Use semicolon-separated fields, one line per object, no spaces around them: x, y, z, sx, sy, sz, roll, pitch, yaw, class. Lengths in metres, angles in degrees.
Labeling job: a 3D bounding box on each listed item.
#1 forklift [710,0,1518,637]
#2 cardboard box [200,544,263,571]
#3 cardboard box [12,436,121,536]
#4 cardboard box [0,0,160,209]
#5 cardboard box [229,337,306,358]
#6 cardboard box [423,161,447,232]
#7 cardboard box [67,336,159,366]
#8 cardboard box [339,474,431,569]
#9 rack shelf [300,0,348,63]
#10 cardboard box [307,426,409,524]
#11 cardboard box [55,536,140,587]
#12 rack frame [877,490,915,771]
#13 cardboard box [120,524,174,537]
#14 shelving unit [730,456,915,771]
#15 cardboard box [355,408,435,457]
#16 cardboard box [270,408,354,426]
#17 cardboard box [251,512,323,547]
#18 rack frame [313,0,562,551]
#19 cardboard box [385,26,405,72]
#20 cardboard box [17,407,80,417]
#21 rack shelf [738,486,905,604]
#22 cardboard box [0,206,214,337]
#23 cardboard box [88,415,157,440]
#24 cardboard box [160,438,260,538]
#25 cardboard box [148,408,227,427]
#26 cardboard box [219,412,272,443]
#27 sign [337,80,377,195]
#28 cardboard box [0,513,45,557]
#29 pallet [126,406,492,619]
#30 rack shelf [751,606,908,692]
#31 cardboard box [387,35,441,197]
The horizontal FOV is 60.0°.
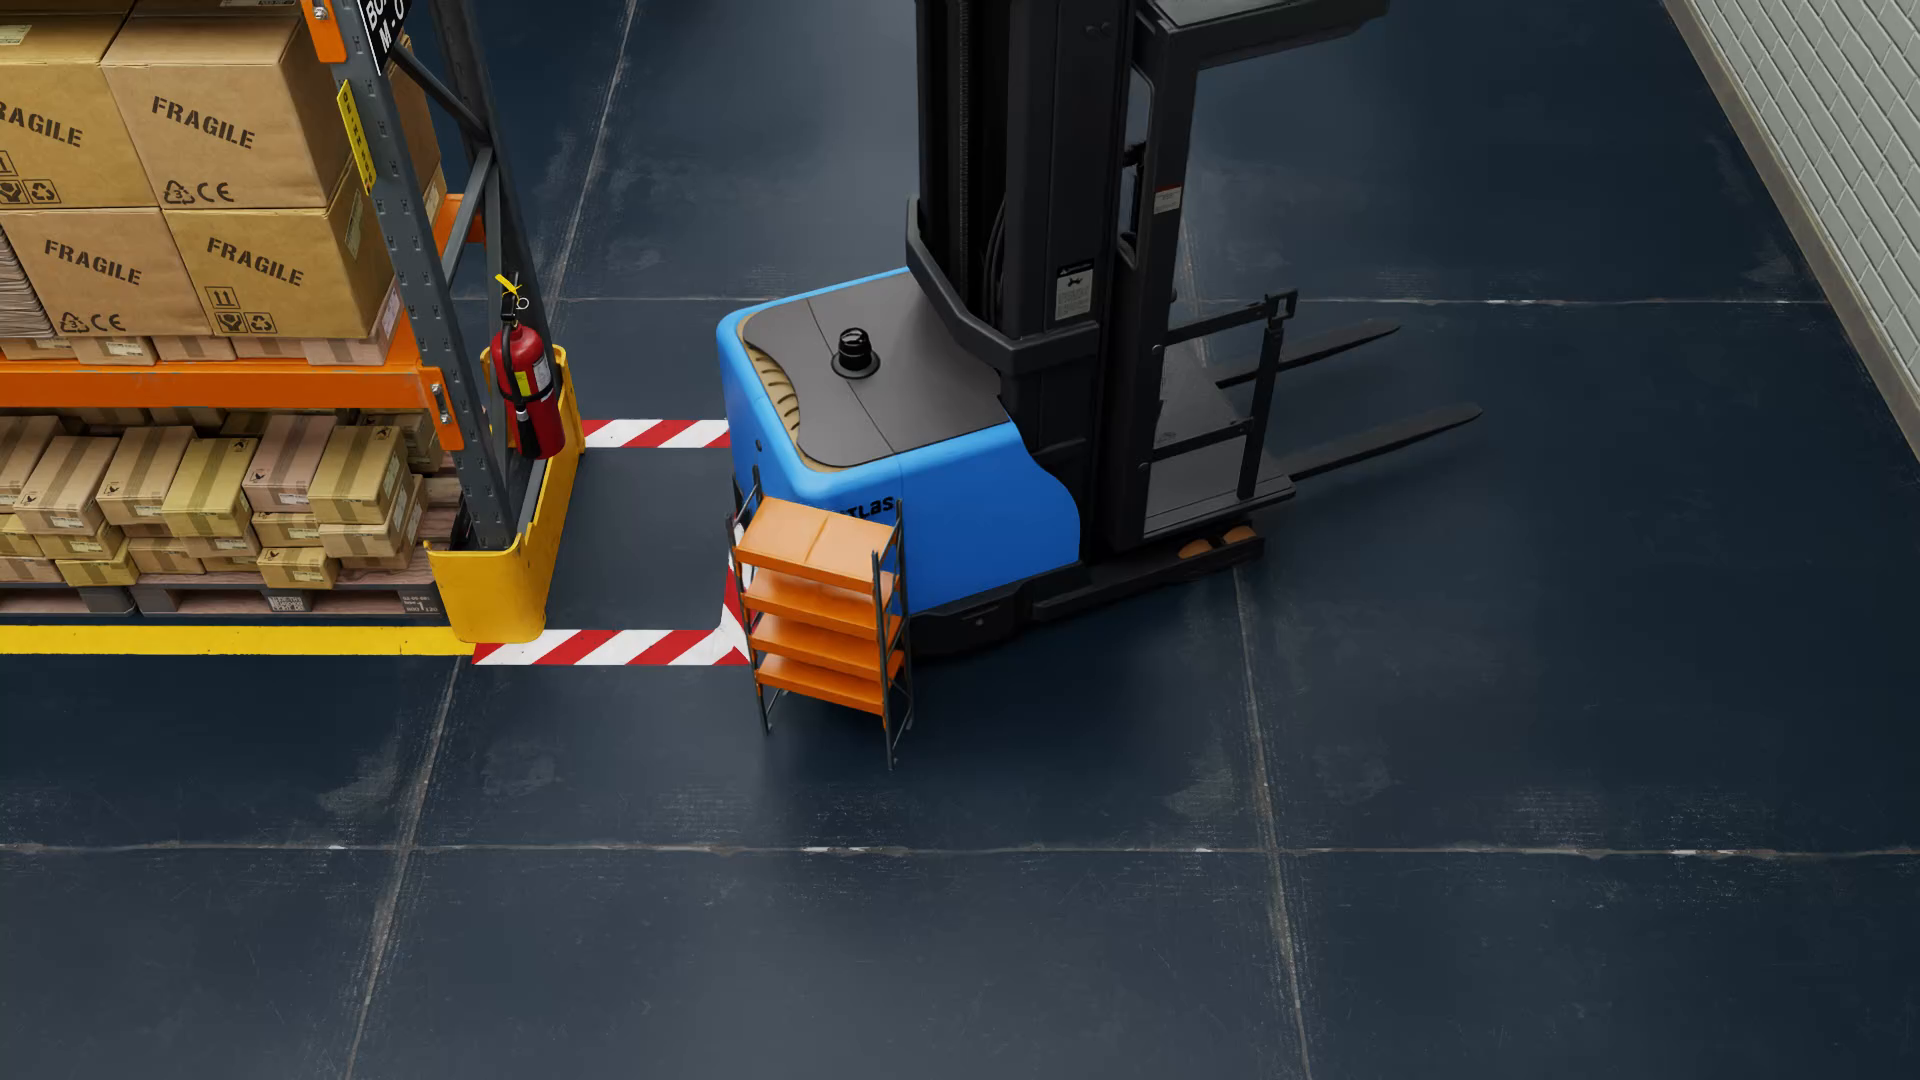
0.630;-1.017;5.694;3.031;2.935;1.130;-2;47;-2;forklift
-2.753;-0.065;6.422;0.250;0.149;0.380;0;47;0;cardboard box
-3.272;-0.202;6.143;0.250;0.149;0.380;2;47;2;cardboard box
-2.669;-1.351;5.004;0.500;0.500;0.500;-1;47;-1;cardboard box
-2.280;-0.791;5.609;0.250;0.149;0.380;0;47;0;cardboard box
-2.027;-1.210;5.998;0.250;0.149;0.380;0;47;0;cardboard box
-2.786;-0.764;5.584;0.250;0.149;0.380;1;47;1;cardboard box
-2.231;-0.075;6.431;0.250;0.149;0.380;1;47;1;cardboard box
-3.704;-1.837;4.853;4.000;0.370;1.077;0;47;0;rack shelf
-2.234;-0.245;6.183;0.250;0.149;0.380;1;47;1;cardboard box
-3.255;-0.011;6.372;0.250;0.149;0.380;-2;47;-2;cardboard box
-0.212;0.336;5.618;0.015;1.200;0.240;14;49;12;rack frame
-3.021;-0.196;6.341;0.250;0.149;0.380;0;47;0;cardboard box
-0.443;0.280;5.670;0.503;1.200;0.258;14;49;12;shelving unit
-2.227;-0.517;6.639;0.250;0.149;0.380;2;47;2;cardboard box
-2.503;-0.592;6.506;0.250;0.149;0.380;1;47;1;cardboard box
-2.494;-0.160;6.307;0.250;0.149;0.380;-1;47;-1;cardboard box
-1.704;-1.054;5.682;0.127;3.000;1.000;0;47;0;rack frame
-2.152;-1.726;5.353;0.500;0.500;0.500;0;47;0;cardboard box
-3.543;-0.668;6.577;0.250;0.149;0.380;1;47;1;cardboard box
-0.443;0.012;5.382;0.480;0.148;0.258;14;49;12;rack shelf
-2.669;-1.008;5.367;0.500;0.500;0.500;-1;47;0;cardboard box
-3.268;-0.506;6.629;0.250;0.149;0.380;-2;47;-2;cardboard box
-2.745;-0.195;6.137;0.250;0.149;0.380;-1;47;-1;cardboard box
-3.003;-0.626;6.538;0.250;0.149;0.380;-2;47;-2;cardboard box
-2.746;-0.495;6.619;0.250;0.149;0.380;1;47;1;cardboard box
-1.726;-1.150;4.765;0.005;0.325;0.100;0;47;0;sign
-3.527;-0.126;6.276;0.250;0.149;0.380;2;47;2;cardboard box
-2.592;-0.133;6.729;1.213;0.211;1.003;0;47;0;pallet
-0.443;0.326;5.719;0.480;0.148;0.258;14;49;12;rack shelf
-2.152;-1.393;5.726;0.500;0.500;0.500;2;47;2;cardboard box
